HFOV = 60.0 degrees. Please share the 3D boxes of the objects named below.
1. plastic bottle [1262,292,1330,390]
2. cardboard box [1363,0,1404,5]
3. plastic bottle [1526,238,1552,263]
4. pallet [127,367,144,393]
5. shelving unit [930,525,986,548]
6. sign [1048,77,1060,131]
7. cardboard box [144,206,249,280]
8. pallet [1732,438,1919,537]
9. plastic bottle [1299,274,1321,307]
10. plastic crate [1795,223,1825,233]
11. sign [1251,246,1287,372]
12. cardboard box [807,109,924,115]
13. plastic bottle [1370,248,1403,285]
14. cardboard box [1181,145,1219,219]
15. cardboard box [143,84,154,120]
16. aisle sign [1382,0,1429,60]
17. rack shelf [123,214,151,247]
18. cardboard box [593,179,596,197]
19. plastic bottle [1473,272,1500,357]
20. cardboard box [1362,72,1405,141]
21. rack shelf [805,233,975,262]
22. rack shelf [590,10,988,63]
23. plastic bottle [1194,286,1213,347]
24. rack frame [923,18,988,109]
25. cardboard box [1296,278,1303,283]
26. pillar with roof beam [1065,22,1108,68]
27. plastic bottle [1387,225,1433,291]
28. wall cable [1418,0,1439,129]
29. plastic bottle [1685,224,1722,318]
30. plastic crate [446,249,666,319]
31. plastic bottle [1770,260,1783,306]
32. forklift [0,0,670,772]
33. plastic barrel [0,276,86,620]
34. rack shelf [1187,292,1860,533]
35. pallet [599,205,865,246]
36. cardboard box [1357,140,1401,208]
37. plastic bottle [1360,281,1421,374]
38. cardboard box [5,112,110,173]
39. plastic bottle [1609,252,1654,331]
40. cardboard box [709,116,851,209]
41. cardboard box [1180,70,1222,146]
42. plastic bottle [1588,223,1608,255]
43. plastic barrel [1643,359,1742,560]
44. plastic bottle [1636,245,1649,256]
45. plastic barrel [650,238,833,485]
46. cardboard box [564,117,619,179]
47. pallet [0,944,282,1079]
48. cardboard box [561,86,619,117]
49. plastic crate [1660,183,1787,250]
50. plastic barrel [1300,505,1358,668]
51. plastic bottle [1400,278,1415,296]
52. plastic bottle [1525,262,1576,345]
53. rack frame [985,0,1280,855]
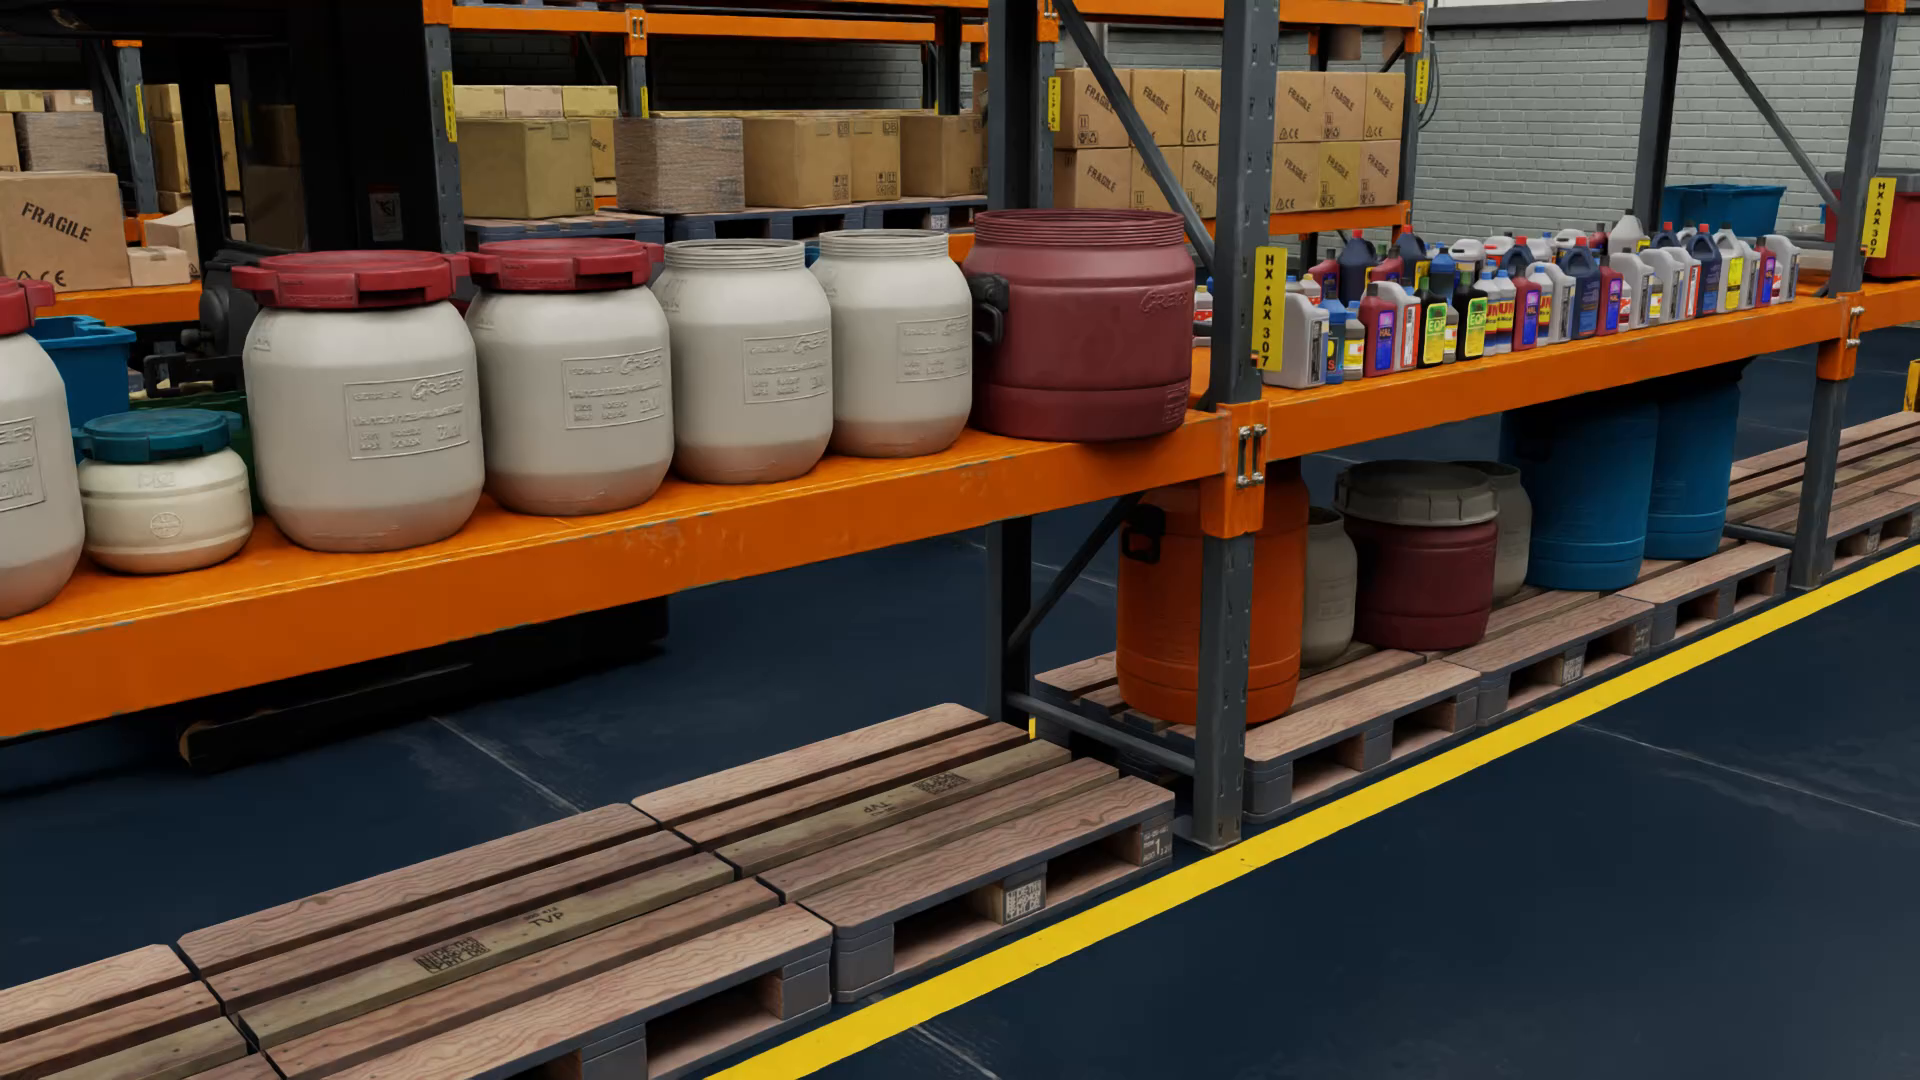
[{"bbox_3d":[0.994,-0.593,4.897,0.135,0.276,0.152,-13,19,-39],"label":"plastic bottle"},{"bbox_3d":[3.027,-4.201,12.642,0.500,0.250,0.500,-13,19,-39],"label":"cardboard box"},{"bbox_3d":[2.275,-1.069,6.681,0.135,0.276,0.152,-13,19,-39],"label":"plastic bottle"},{"bbox_3d":[-6.639,-1.092,11.928,1.213,0.211,1.003,-13,19,-39],"label":"pallet"},{"bbox_3d":[0.006,-0.436,8.139,0.210,0.900,0.258,-13,20,-39],"label":"shelving unit"},{"bbox_3d":[0.591,-2.737,10.440,0.005,0.325,0.100,-13,19,-39],"label":"sign"},{"bbox_3d":[-3.596,-1.450,8.040,0.500,0.311,0.500,-13,20,-40],"label":"cardboard box"},{"bbox_3d":[4.922,-0.313,9.011,1.213,0.211,1.003,-13,19,-39],"label":"pallet"},{"bbox_3d":[1.267,-0.868,6.074,0.097,0.201,0.097,0,15,0],"label":"plastic bottle"},{"bbox_3d":[4.589,-1.575,8.729,0.466,0.136,0.293,-13,19,-39],"label":"plastic crate"},{"bbox_3d":[0.821,-0.615,4.424,0.005,0.325,0.100,-13,19,-39],"label":"sign"},{"bbox_3d":[-0.933,-3.857,16.297,0.700,0.700,0.980,-13,20,-40],"label":"cardboard box"},{"bbox_3d":[1.576,-0.934,6.162,0.133,0.283,0.061,-13,19,-39],"label":"plastic bottle"},{"bbox_3d":[1.550,-2.538,11.746,0.500,0.500,0.500,-13,20,-40],"label":"cardboard box"},{"bbox_3d":[-5.876,-3.262,12.388,0.500,0.250,0.500,-12,19,-38],"label":"cardboard box"},{"bbox_3d":[3.494,-4.170,13.013,0.004,0.787,0.394,-13,19,-39],"label":"aisle sign"},{"bbox_3d":[-7.557,-1.885,10.887,4.000,0.370,1.077,-13,19,-39],"label":"rack shelf"},{"bbox_3d":[-3.275,-2.977,14.031,0.250,0.149,0.380,-12,19,-38],"label":"cardboard box"},{"bbox_3d":[1.723,-0.745,5.475,0.097,0.271,0.097,0,15,0],"label":"plastic bottle"},{"bbox_3d":[3.086,-3.365,12.904,0.500,0.500,0.500,-13,20,-40],"label":"cardboard box"},{"bbox_3d":[-1.285,-1.598,9.816,4.000,0.370,1.077,-13,19,-39],"label":"rack shelf"},{"bbox_3d":[-1.522,-4.689,15.573,4.000,0.370,1.077,-13,19,-39],"label":"rack shelf"},{"bbox_3d":[0.827,-0.769,5.703,0.097,0.201,0.097,0,15,0],"label":"plastic bottle"},{"bbox_3d":[-0.013,-3.926,17.136,0.127,3.000,1.000,-13,19,-39],"label":"rack frame"},{"bbox_3d":[2.993,-1.827,13.270,0.500,0.500,0.500,-13,19,-39],"label":"cardboard box"},{"bbox_3d":[4.282,-6.612,15.567,0.400,9.000,9.100,-13,19,-39],"label":"pillar with roof beam"},{"bbox_3d":[1.730,-1.036,6.413,0.185,0.351,0.144,-13,19,-39],"label":"plastic bottle"},{"bbox_3d":[4.488,-6.213,20.089,0.112,2.526,3.097,-13,19,-39],"label":"wall cable"},{"bbox_3d":[2.854,-1.045,6.447,0.185,0.351,0.144,-13,19,-39],"label":"plastic bottle"},{"bbox_3d":[-0.965,-0.459,4.032,0.583,0.464,0.402,-13,19,-39],"label":"plastic crate"},{"bbox_3d":[3.318,-1.069,6.825,0.097,0.201,0.097,0,15,0],"label":"plastic bottle"},{"bbox_3d":[-2.582,-0.812,5.610,3.031,2.935,1.130,-13,20,-40],"label":"forklift"},{"bbox_3d":[-1.697,-0.150,2.735,0.433,0.535,0.433,0,15,0],"label":"plastic barrel"},{"bbox_3d":[1.964,-0.634,6.203,4.000,0.370,1.077,-13,19,-39],"label":"rack shelf"},{"bbox_3d":[-1.330,-1.845,9.716,1.213,0.211,1.003,-13,19,-39],"label":"pallet"},{"bbox_3d":[3.082,-2.882,13.033,0.500,0.500,0.500,-12,19,-38],"label":"cardboard box"},{"bbox_3d":[1.343,-0.671,5.190,0.135,0.276,0.152,-13,19,-39],"label":"plastic bottle"},{"bbox_3d":[-6.396,-2.750,11.687,0.700,0.500,0.500,13,20,40],"label":"cardboard box"},{"bbox_3d":[2.455,-0.921,6.125,0.135,0.276,0.152,-13,19,-39],"label":"plastic bottle"},{"bbox_3d":[-1.069,-2.225,9.759,0.700,0.500,0.500,10,18,33],"label":"cardboard box"},{"bbox_3d":[1.541,-3.016,11.596,0.500,0.500,0.500,-13,20,-41],"label":"cardboard box"},{"bbox_3d":[2.815,-1.262,7.388,0.133,0.283,0.061,-13,19,-39],"label":"plastic bottle"},{"bbox_3d":[3.051,-0.420,7.263,0.708,0.901,0.600,-13,19,-39],"label":"plastic barrel"},{"bbox_3d":[2.635,-1.002,6.437,0.097,0.271,0.097,0,15,0],"label":"plastic bottle"},{"bbox_3d":[-0.499,-0.409,3.752,0.421,0.512,0.421,0,15,0],"label":"plastic barrel"},{"bbox_3d":[-3.214,-3.323,14.069,0.500,0.500,0.500,-13,20,-40],"label":"cardboard box"},{"bbox_3d":[-1.996,1.242,3.191,1.213,0.211,1.003,-13,19,-39],"label":"pallet"},{"bbox_3d":[-3.215,-3.684,13.966,0.500,0.250,0.500,-12,19,-38],"label":"cardboard box"},{"bbox_3d":[3.601,-1.487,7.918,0.575,0.384,0.392,-13,19,-39],"label":"plastic crate"},{"bbox_3d":[1.180,0.158,5.855,0.421,0.512,0.421,0,15,0],"label":"plastic barrel"},{"bbox_3d":[1.408,-0.695,5.289,0.097,0.271,0.097,0,15,0],"label":"plastic bottle"},{"bbox_3d":[2.040,-0.828,5.776,0.135,0.276,0.152,-13,19,-39],"label":"plastic bottle"},{"bbox_3d":[0.455,-0.642,4.842,0.127,3.000,1.000,-13,19,-39],"label":"rack frame"}]
